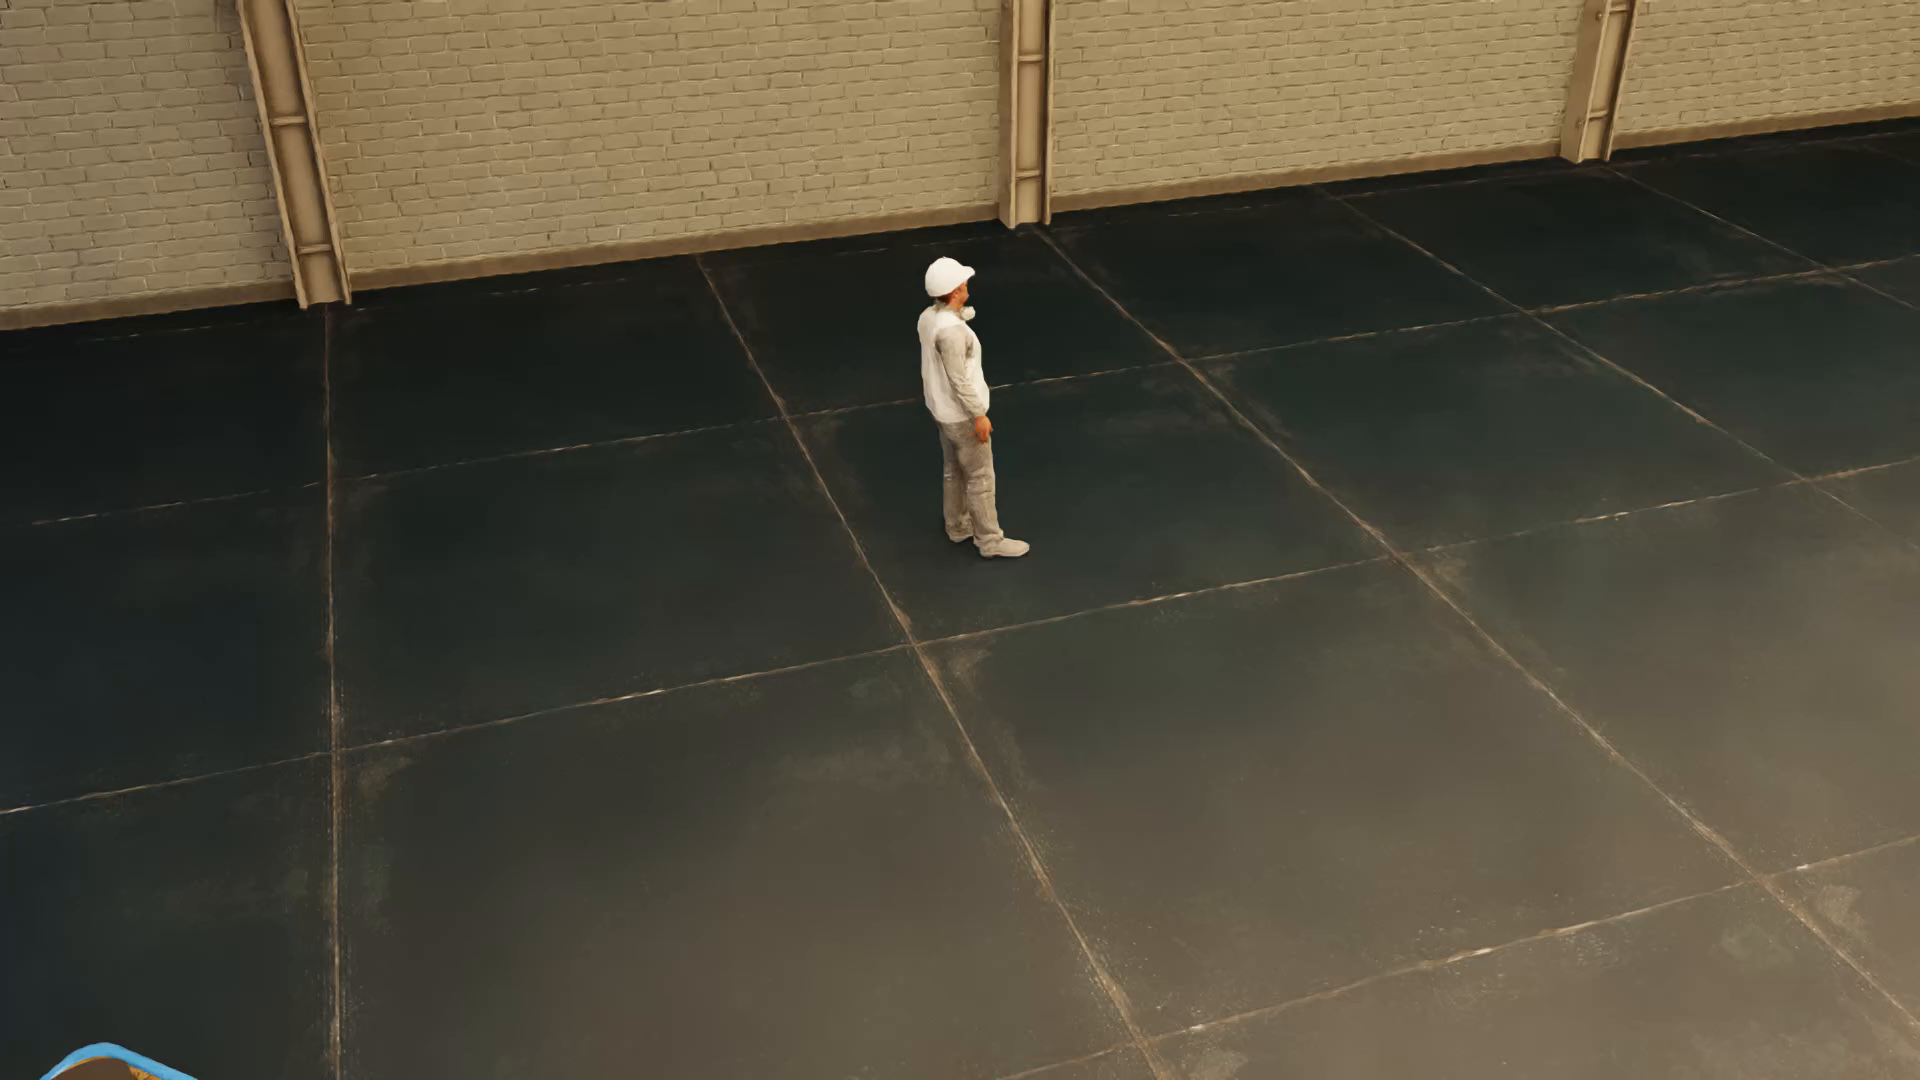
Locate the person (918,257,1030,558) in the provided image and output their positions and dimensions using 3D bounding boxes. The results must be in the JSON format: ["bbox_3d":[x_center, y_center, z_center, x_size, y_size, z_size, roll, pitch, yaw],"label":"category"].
[{"bbox_3d":[0.062,-0.781,9.591,0.567,1.773,0.632,-10,31,-16],"label":"person"}]

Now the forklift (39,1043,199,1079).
[{"bbox_3d":[-2.876,1.975,3.654,1.130,2.935,3.031,13,32,21],"label":"forklift"}]
